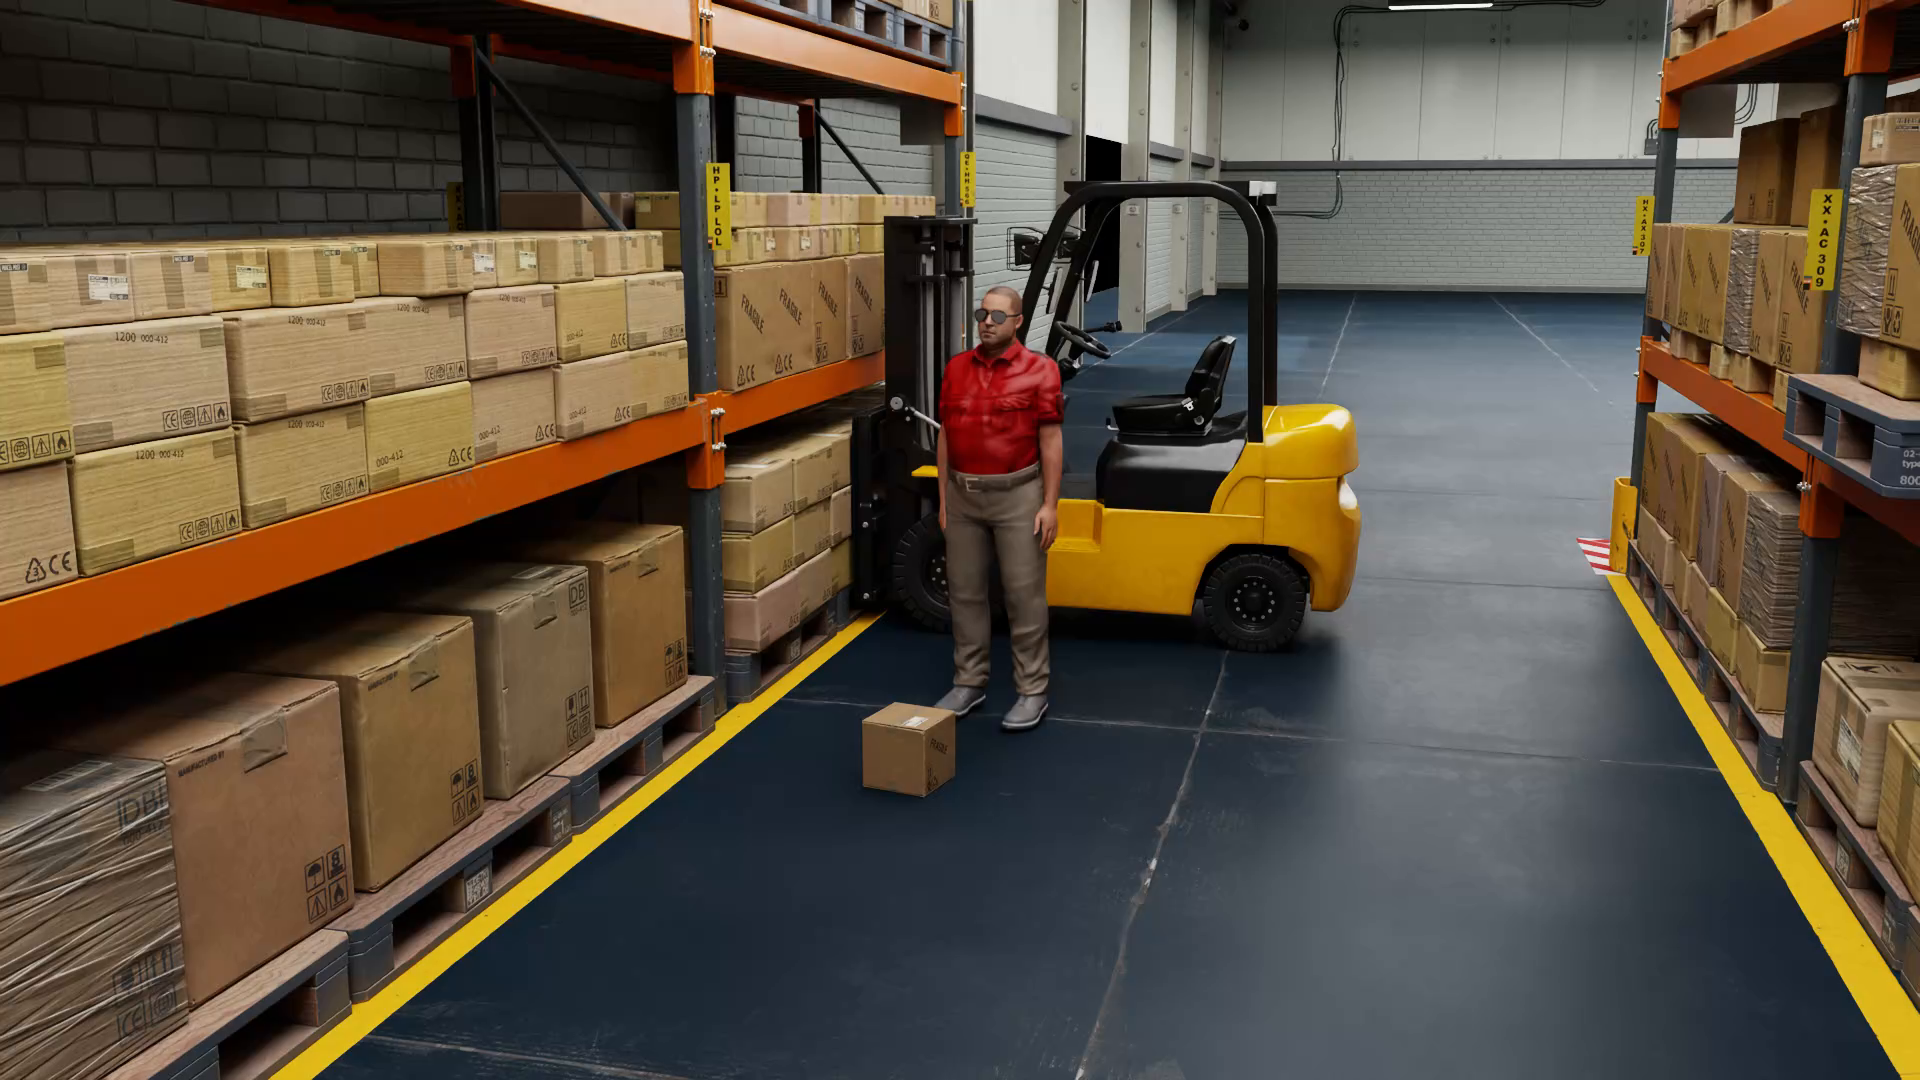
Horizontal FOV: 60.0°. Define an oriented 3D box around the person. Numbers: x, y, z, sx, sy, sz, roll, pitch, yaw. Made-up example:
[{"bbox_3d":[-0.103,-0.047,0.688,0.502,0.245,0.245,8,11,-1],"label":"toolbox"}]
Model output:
[{"bbox_3d":[0.138,-0.134,6.606,0.537,1.728,0.362,5,12,24],"label":"person"}]
